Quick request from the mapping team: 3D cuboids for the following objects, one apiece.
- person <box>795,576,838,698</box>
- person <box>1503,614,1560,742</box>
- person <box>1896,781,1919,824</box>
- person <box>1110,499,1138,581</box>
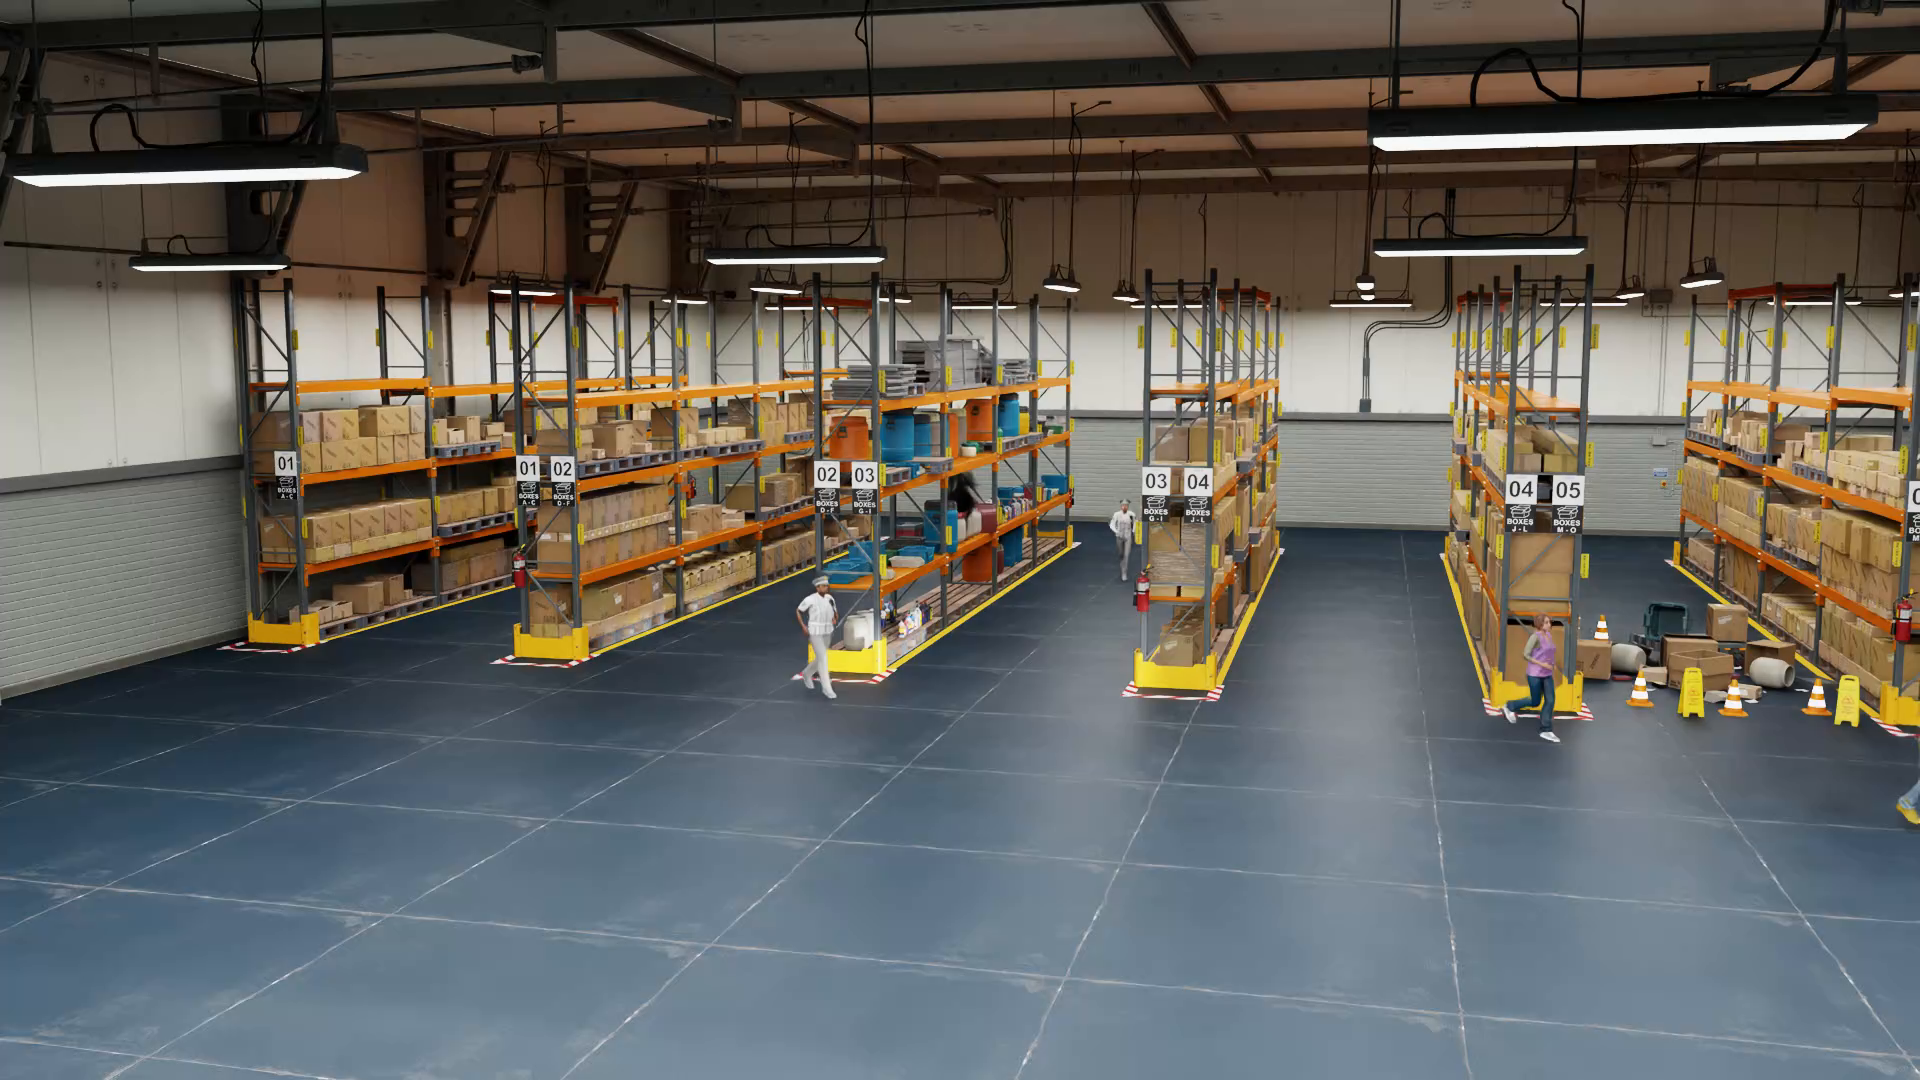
[{"bbox_3d":[-1.977,1.332,23.543,0.882,1.689,0.600,7,10,44],"label":"person"},{"bbox_3d":[7.299,1.712,21.039,0.539,1.587,0.814,-5,8,-36],"label":"person"},{"bbox_3d":[9.966,2.152,16.734,0.694,1.774,1.006,-3,8,-26],"label":"person"},{"bbox_3d":[3.470,-0.041,35.260,0.585,1.700,1.086,1,7,12],"label":"person"}]
